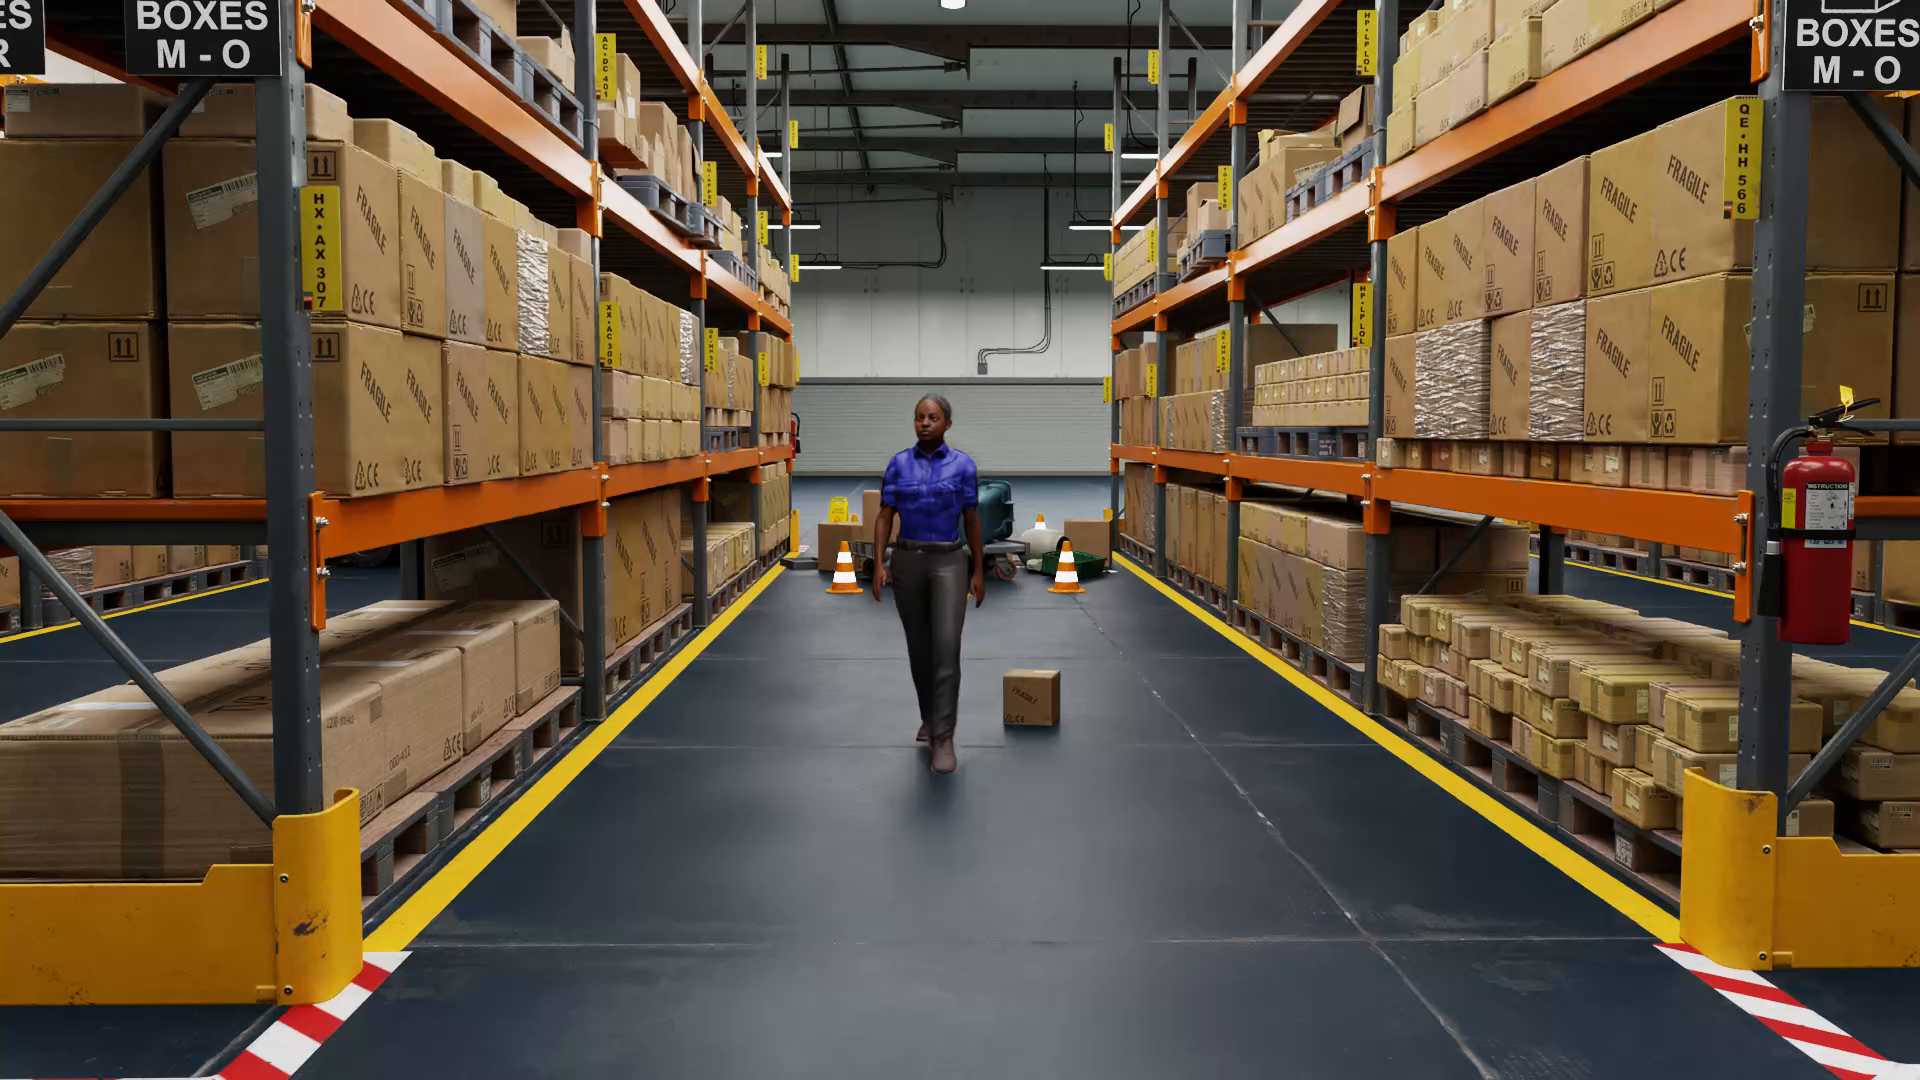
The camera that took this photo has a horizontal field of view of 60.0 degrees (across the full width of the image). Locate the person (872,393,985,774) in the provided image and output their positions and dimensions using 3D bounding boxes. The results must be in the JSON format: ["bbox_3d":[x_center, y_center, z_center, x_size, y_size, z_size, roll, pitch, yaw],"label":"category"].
[{"bbox_3d":[-0.153,0.172,7.568,0.486,1.676,0.781,1,4,10],"label":"person"}]
